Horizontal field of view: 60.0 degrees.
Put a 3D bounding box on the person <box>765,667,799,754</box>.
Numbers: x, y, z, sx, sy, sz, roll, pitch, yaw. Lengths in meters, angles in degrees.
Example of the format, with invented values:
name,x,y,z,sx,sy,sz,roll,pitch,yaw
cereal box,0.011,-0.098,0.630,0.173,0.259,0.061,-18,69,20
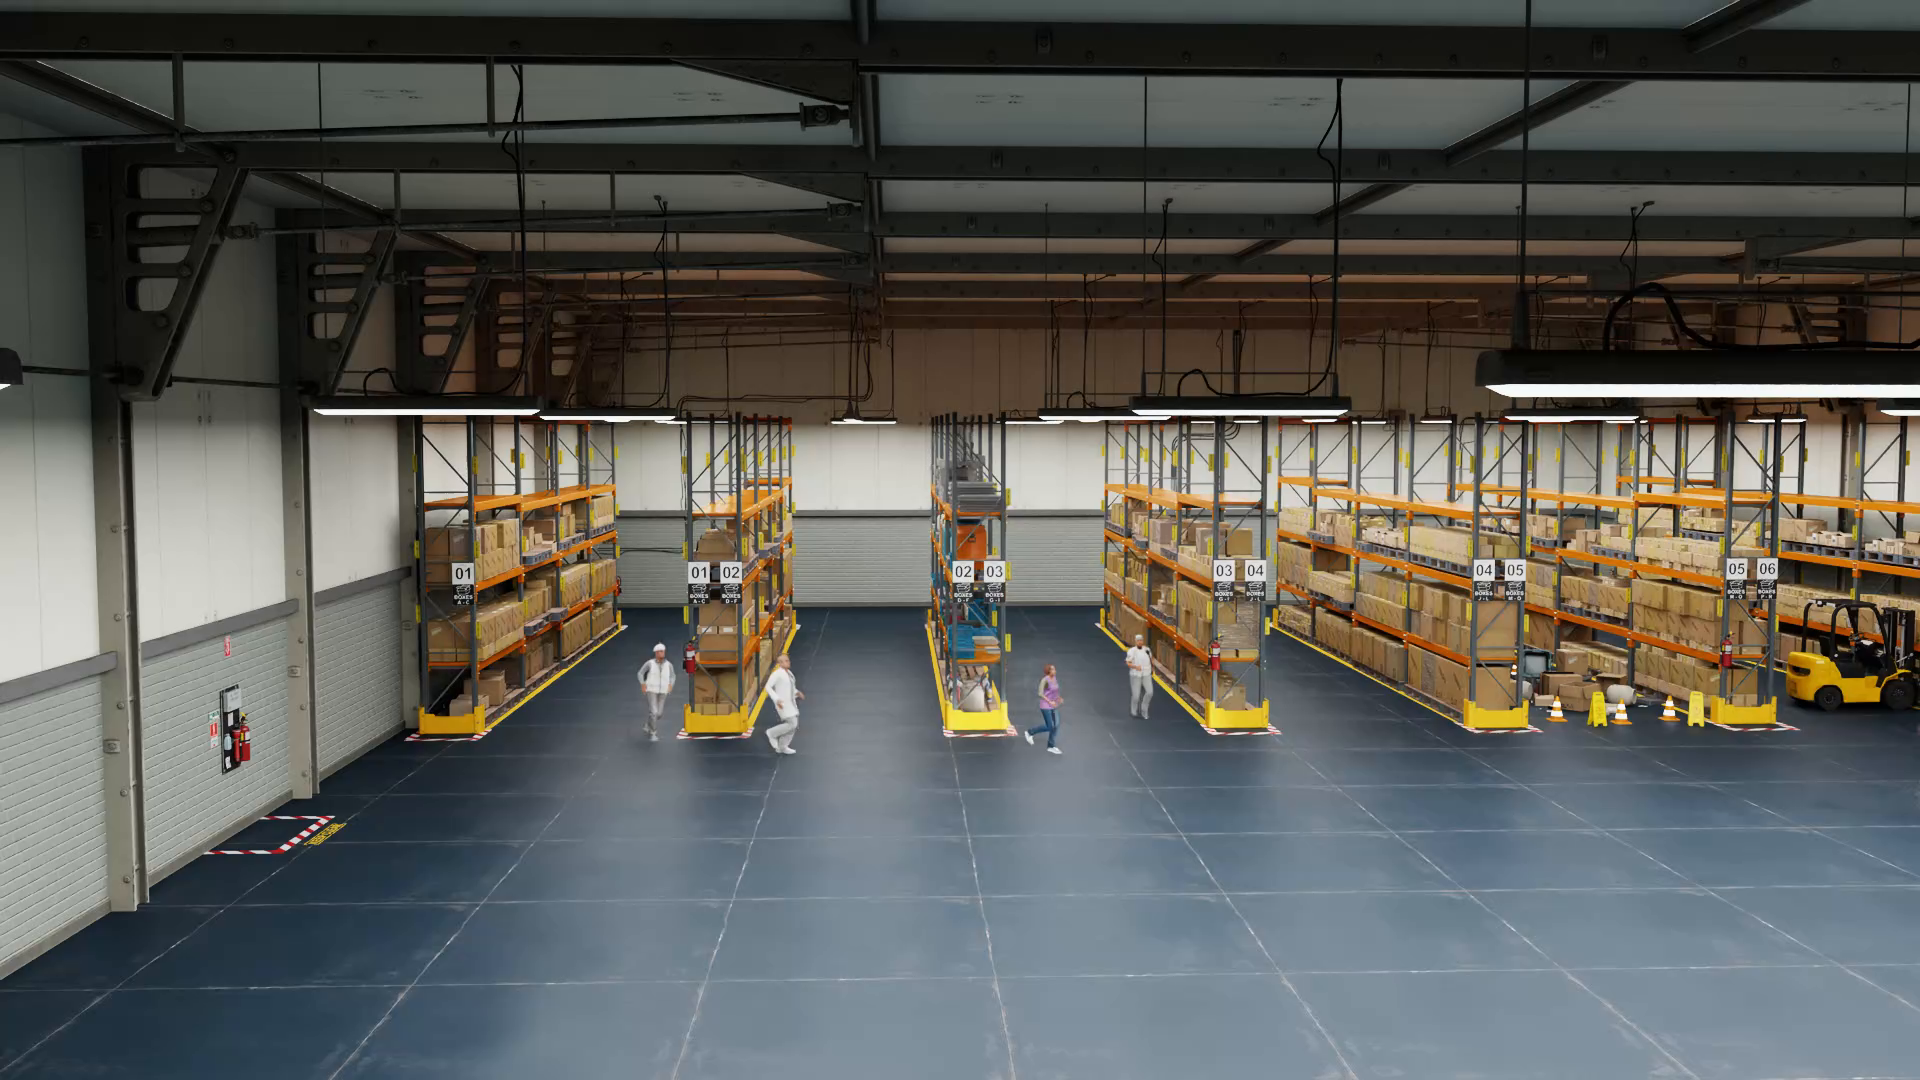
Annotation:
name,x,y,z,sx,sy,sz,roll,pitch,yaw
person,-3.070,2.980,29.114,0.595,1.527,0.716,2,4,22

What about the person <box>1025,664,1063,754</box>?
name,x,y,z,sx,sy,sz,roll,pitch,yaw
person,1.514,2.958,29.305,0.678,1.585,0.539,3,5,34

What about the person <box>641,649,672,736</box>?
name,x,y,z,sx,sy,sz,roll,pitch,yaw
person,-5.595,2.770,30.545,0.588,1.615,0.664,-2,4,-30

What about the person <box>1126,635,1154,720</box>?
name,x,y,z,sx,sy,sz,roll,pitch,yaw
person,3.559,2.693,32.687,0.612,1.675,0.690,-1,4,-8
